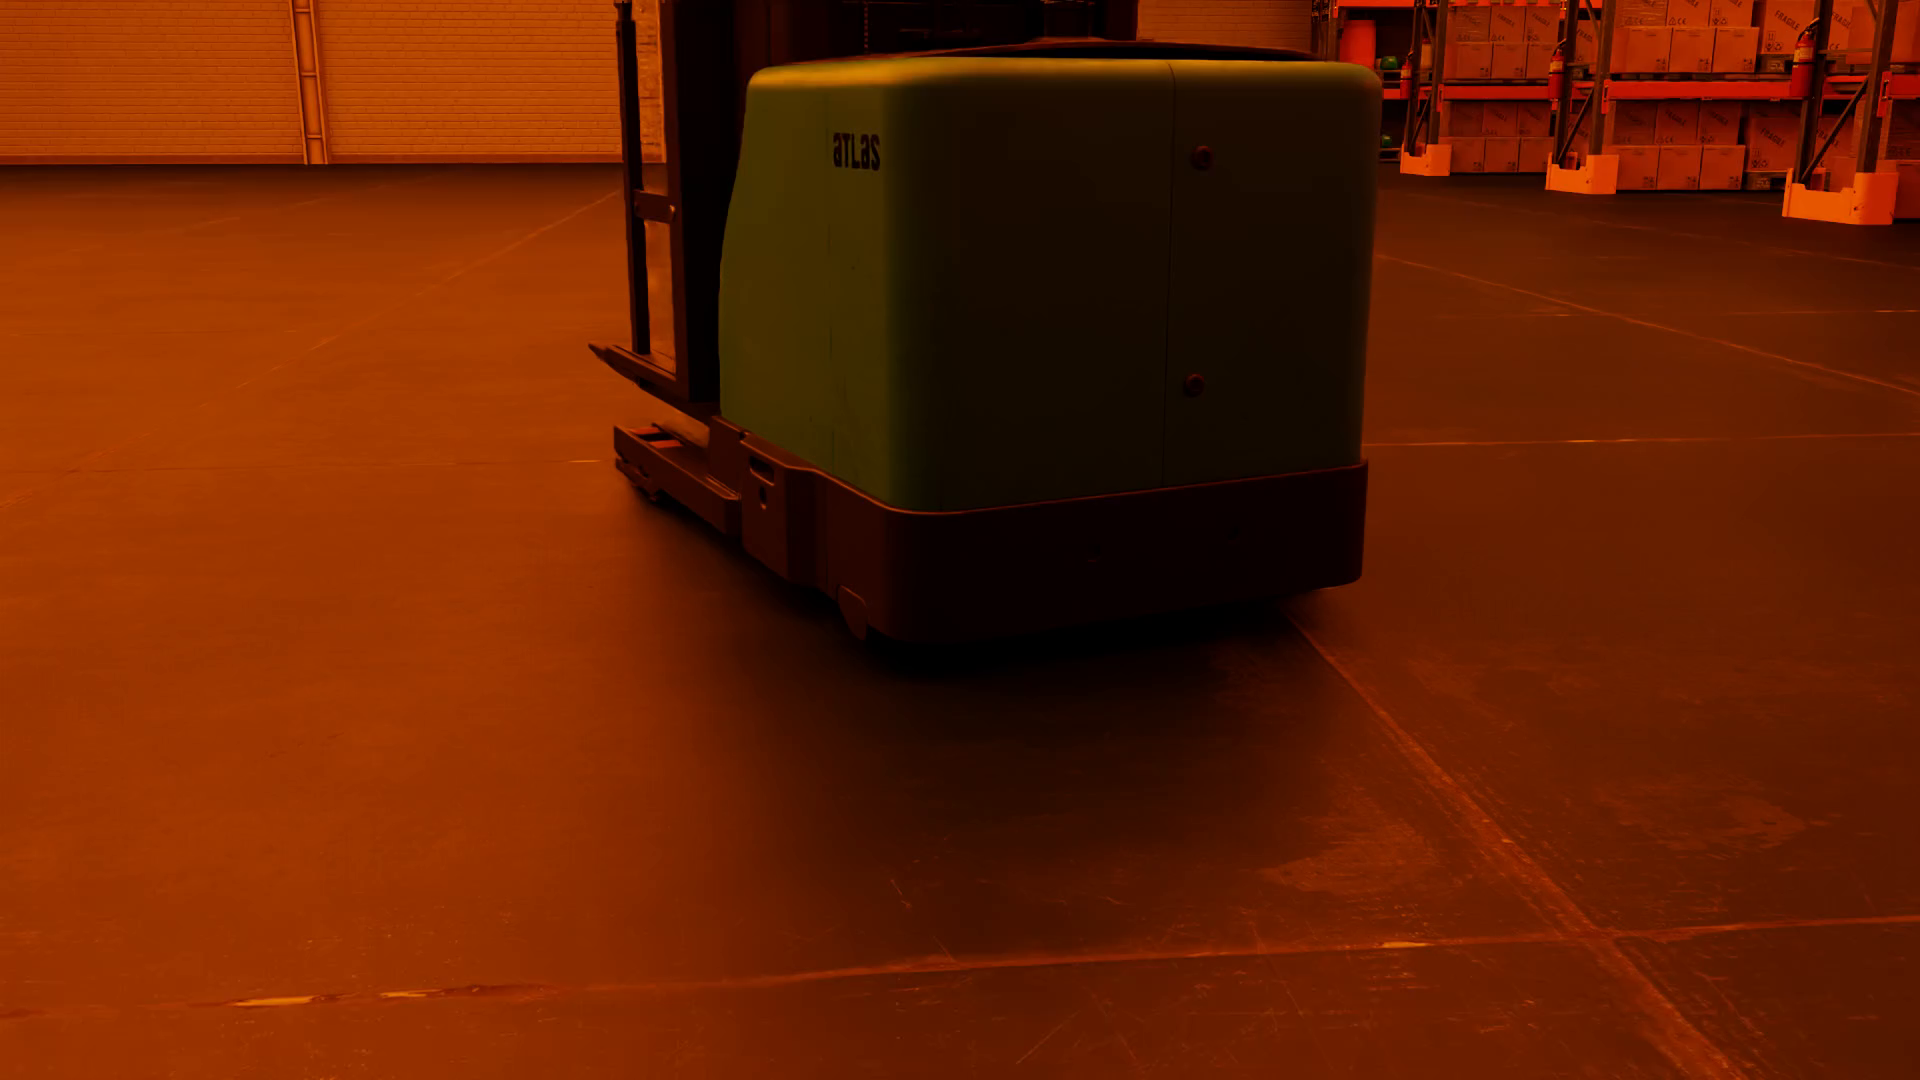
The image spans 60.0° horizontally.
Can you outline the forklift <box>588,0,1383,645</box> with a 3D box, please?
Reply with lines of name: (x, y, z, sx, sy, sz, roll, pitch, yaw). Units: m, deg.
forklift: (-0.281, -1.557, 4.093, 1.130, 2.935, 3.031, -7, 16, -25)
